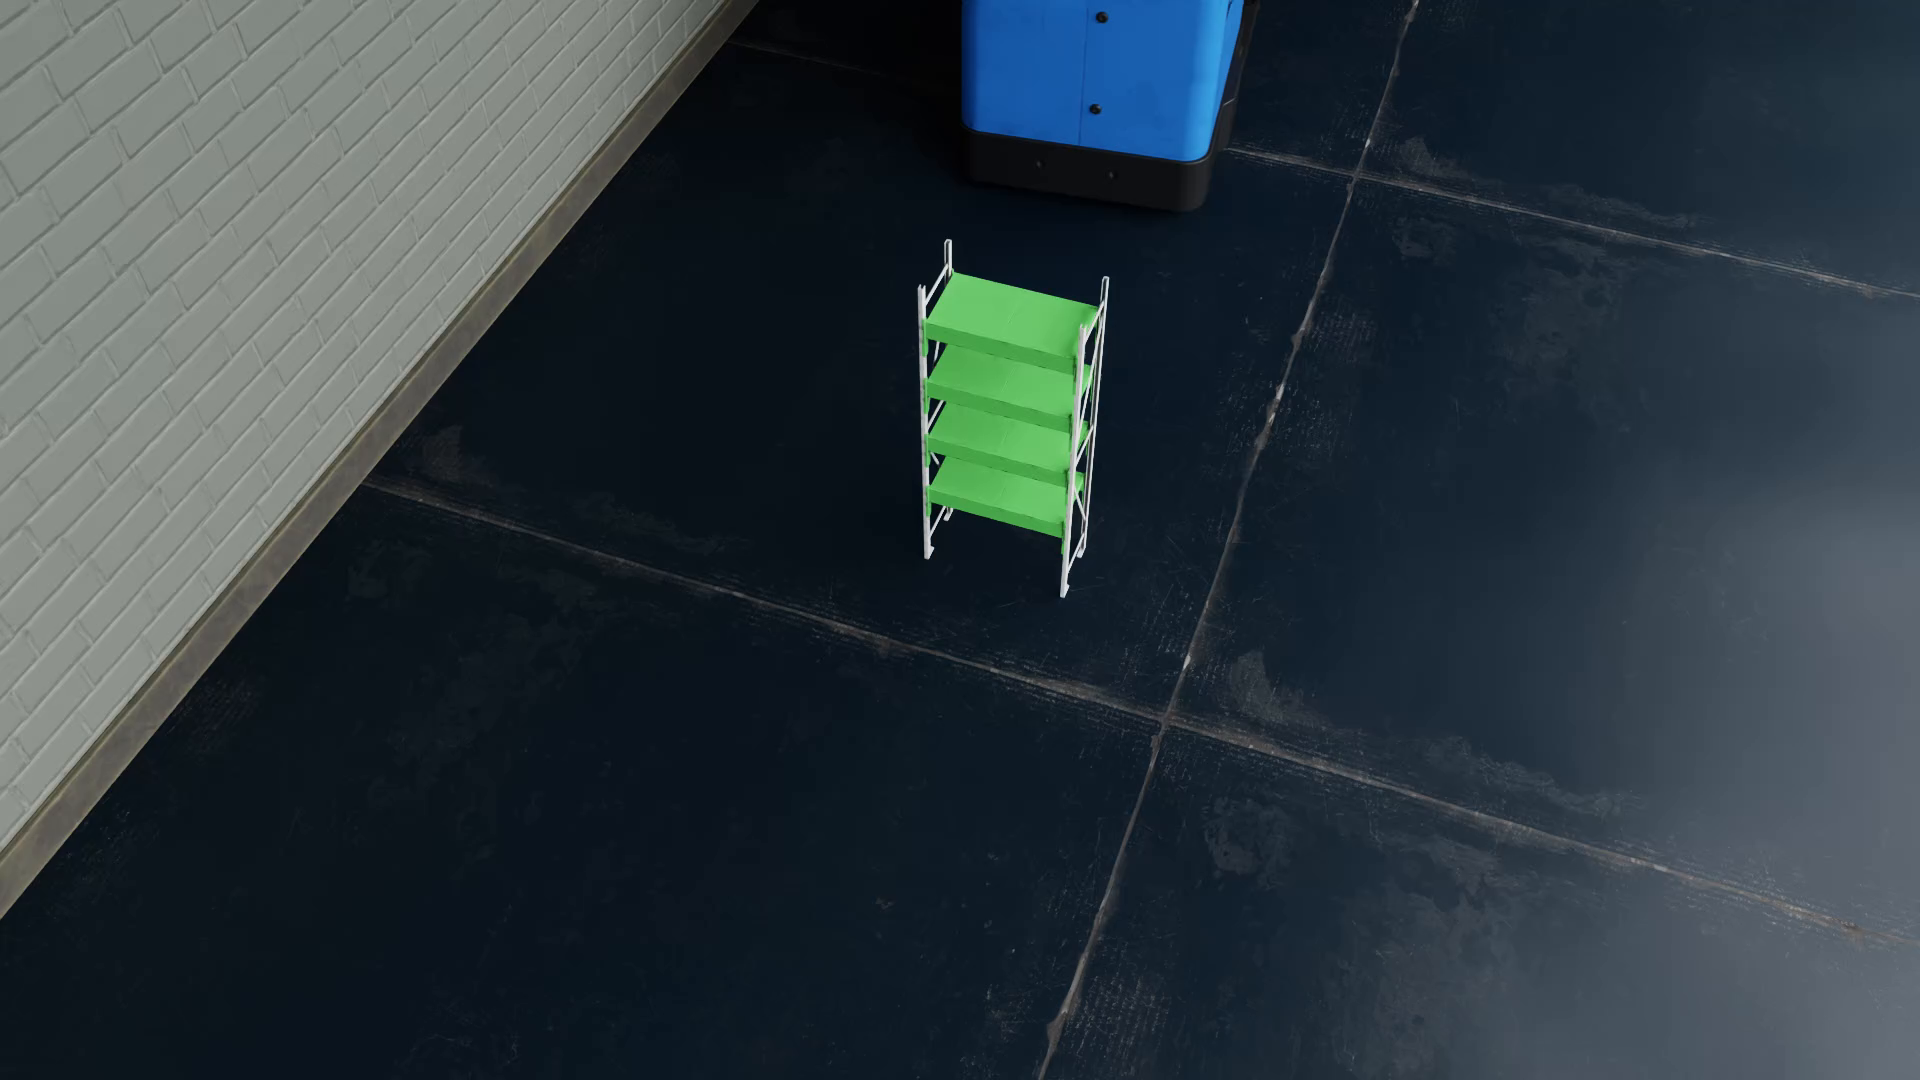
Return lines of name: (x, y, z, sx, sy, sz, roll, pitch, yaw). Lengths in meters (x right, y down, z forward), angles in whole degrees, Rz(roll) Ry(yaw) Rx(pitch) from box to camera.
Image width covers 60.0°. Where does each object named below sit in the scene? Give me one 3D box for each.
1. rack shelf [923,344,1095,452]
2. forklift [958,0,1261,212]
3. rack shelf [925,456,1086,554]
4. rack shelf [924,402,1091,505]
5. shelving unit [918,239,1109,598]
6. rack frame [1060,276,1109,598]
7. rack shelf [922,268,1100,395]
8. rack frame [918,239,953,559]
rack shelf: (0.155, -0.465, 5.126, 0.480, 0.148, 0.258, 16, 51, 13)
forklift: (0.844, -3.447, 6.798, 1.130, 2.935, 3.031, 11, 50, 9)
rack shelf: (0.155, -0.151, 5.489, 0.480, 0.148, 0.258, 16, 51, 13)
rack shelf: (0.155, -0.308, 5.307, 0.480, 0.148, 0.258, 16, 51, 13)
shelving unit: (0.155, -0.350, 5.259, 0.503, 1.200, 0.258, 16, 51, 13)
rack frame: (0.384, -0.286, 5.204, 0.015, 1.200, 0.240, 16, 51, 13)
rack shelf: (0.155, -0.622, 4.945, 0.480, 0.148, 0.258, 16, 51, 13)
rack frame: (-0.074, -0.414, 5.314, 0.015, 1.200, 0.240, 16, 51, 13)
